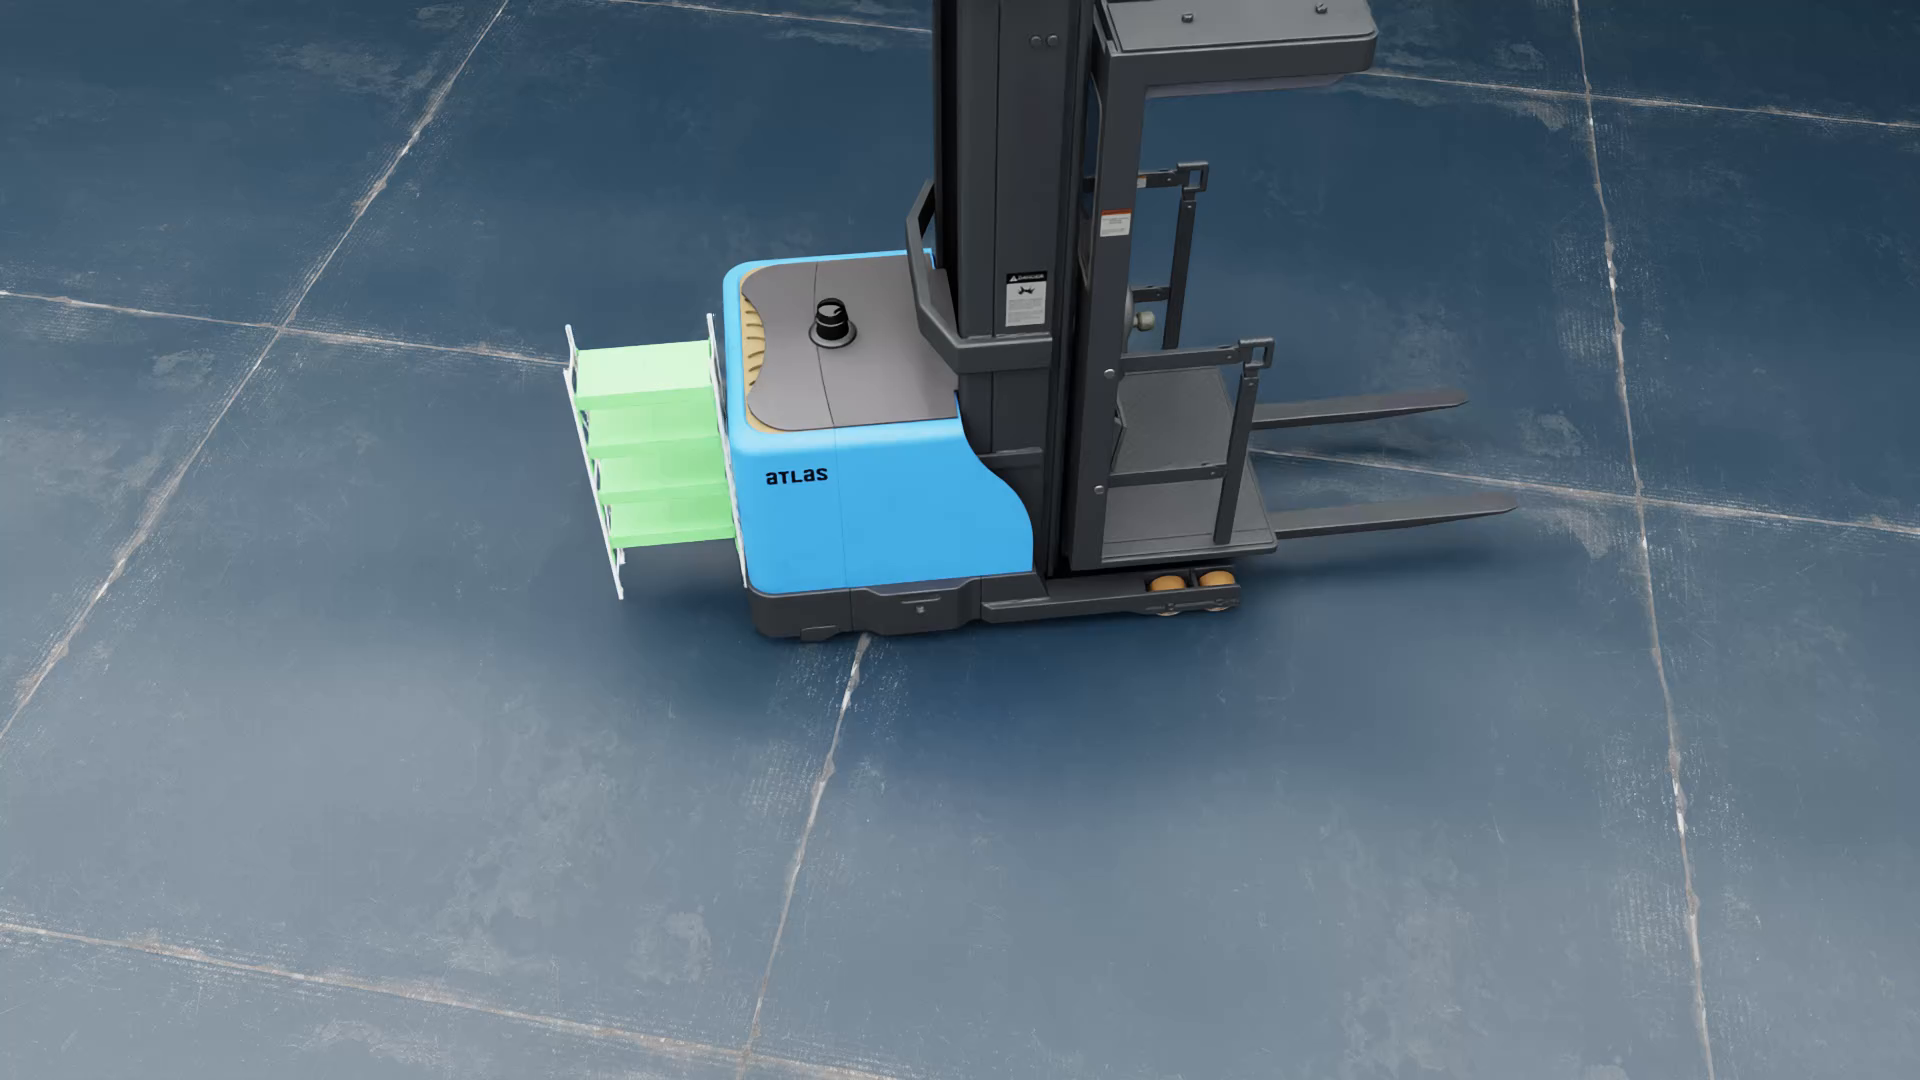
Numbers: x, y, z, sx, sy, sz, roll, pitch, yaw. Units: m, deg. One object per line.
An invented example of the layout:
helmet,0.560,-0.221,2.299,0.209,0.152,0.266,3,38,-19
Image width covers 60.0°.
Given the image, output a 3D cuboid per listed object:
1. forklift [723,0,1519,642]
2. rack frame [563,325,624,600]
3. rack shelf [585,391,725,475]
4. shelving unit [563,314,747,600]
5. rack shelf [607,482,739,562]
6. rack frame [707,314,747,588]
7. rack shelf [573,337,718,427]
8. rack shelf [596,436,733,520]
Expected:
forklift,0.657,-1.074,5.717,3.031,2.935,1.130,-5,48,-5
rack frame,-1.344,-0.257,6.146,0.015,1.200,0.240,-5,48,-4
rack shelf,-1.103,-0.397,6.033,0.480,0.148,0.258,-5,48,-4
shelving unit,-1.102,-0.279,6.164,0.503,1.200,0.258,-5,48,-4
rack shelf,-1.100,-0.076,6.390,0.480,0.148,0.258,-5,48,-4
rack frame,-0.859,-0.302,6.182,0.015,1.200,0.240,-5,48,-4
rack shelf,-1.104,-0.557,5.855,0.480,0.148,0.258,-5,48,-4
rack shelf,-1.101,-0.237,6.212,0.480,0.148,0.258,-5,48,-4
